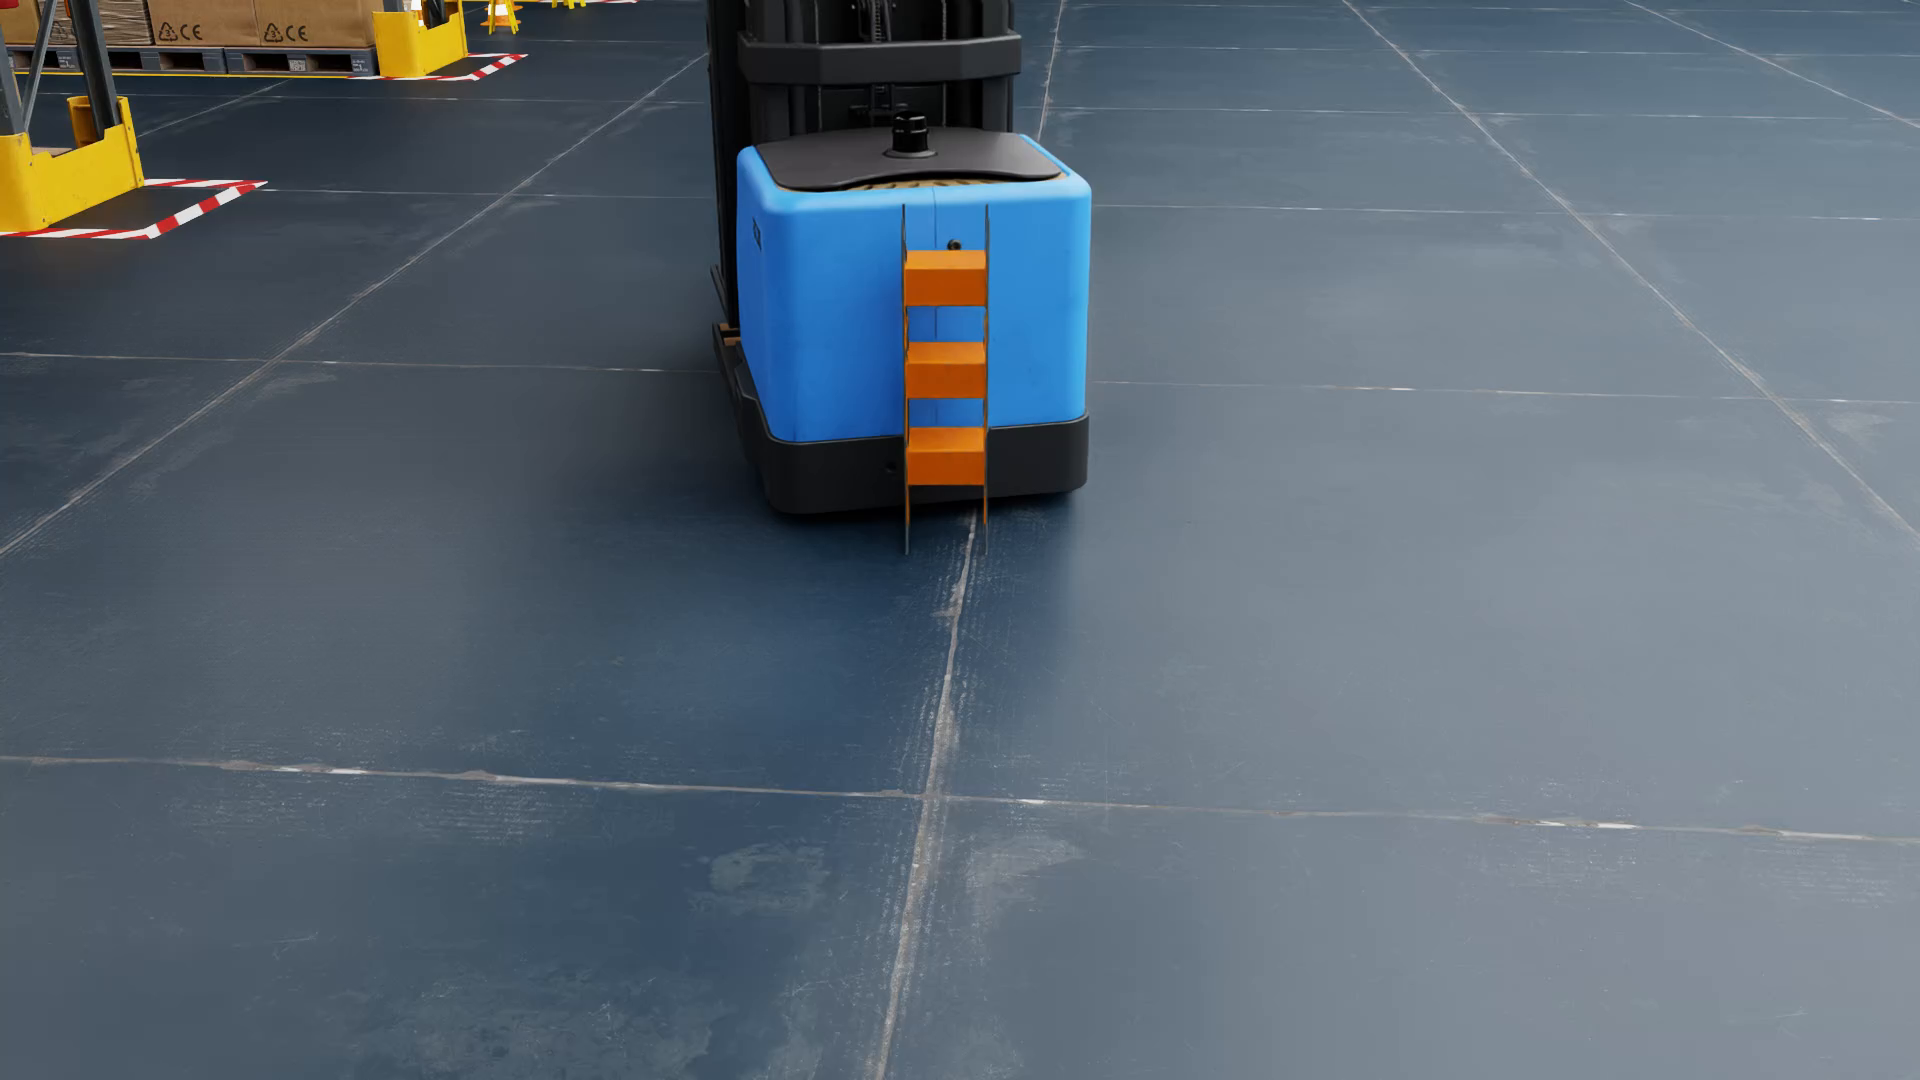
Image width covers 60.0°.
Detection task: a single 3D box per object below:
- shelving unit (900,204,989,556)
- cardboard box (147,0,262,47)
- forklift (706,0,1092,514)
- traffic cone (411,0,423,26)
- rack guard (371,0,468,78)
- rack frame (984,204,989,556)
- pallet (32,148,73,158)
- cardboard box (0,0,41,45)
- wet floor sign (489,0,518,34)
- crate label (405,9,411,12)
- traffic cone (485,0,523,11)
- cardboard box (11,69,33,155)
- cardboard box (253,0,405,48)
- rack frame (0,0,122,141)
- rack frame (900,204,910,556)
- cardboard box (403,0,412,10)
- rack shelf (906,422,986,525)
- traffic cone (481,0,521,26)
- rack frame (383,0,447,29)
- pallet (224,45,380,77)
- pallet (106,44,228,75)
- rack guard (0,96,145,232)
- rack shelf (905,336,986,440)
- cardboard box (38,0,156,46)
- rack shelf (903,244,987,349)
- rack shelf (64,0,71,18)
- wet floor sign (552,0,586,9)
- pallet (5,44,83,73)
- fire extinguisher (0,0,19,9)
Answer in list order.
[{"bbox_3d":[-0.043,-0.470,5.016,0.252,1.050,0.215,0,25,0],"label":"shelving unit"},{"bbox_3d":[-6.016,-4.545,13.578,0.875,0.875,0.875,1,25,3],"label":"cardboard box"},{"bbox_3d":[-0.400,-2.003,6.097,1.130,2.935,3.031,-5,25,-11],"label":"forklift"},{"bbox_3d":[-4.878,-4.754,15.029,0.334,0.463,0.336,2,25,4],"label":"traffic cone"},{"bbox_3d":[-4.433,-4.162,13.696,0.348,0.500,1.175,2,25,4],"label":"rack guard"},{"bbox_3d":[0.079,-0.470,5.016,0.008,1.050,0.200,0,25,0],"label":"rack frame"},{"bbox_3d":[-5.821,-2.010,9.366,1.213,0.211,1.003,2,25,4],"label":"pallet"},{"bbox_3d":[-7.824,-4.602,13.703,0.875,0.875,0.875,2,25,5],"label":"cardboard box"},{"bbox_3d":[-4.277,-5.053,15.459,0.232,0.644,0.267,-2,25,-5],"label":"wet floor sign"},{"bbox_3d":[-5.241,-5.066,16.095,0.298,0.136,0.250,-11,27,-23],"label":"crate label"},{"bbox_3d":[-4.707,-5.688,17.058,0.334,0.463,0.336,2,25,4],"label":"traffic cone"},{"bbox_3d":[-5.559,-2.316,9.183,0.500,0.500,0.500,6,25,14],"label":"cardboard box"},{"bbox_3d":[-5.138,-4.518,13.519,0.875,0.875,0.875,2,25,4],"label":"cardboard box"},{"bbox_3d":[-4.938,-3.234,8.690,0.127,3.000,1.000,2,25,4],"label":"rack frame"},{"bbox_3d":[-0.165,-0.470,5.016,0.008,1.050,0.200,0,25,0],"label":"rack frame"},{"bbox_3d":[-5.640,-5.269,16.523,0.250,0.149,0.380,16,29,31],"label":"cardboard box"},{"bbox_3d":[-0.043,-0.208,5.136,0.240,0.259,0.215,0,25,0],"label":"rack shelf"},{"bbox_3d":[-4.453,-5.214,16.029,0.334,0.463,0.336,2,25,4],"label":"traffic cone"},{"bbox_3d":[-4.457,-5.298,13.175,0.127,3.000,1.000,2,25,4],"label":"rack frame"},{"bbox_3d":[-5.260,-4.024,13.743,1.213,0.211,1.003,2,25,4],"label":"pallet"},{"bbox_3d":[-6.474,-4.064,13.830,1.213,0.211,1.003,2,25,4],"label":"pallet"},{"bbox_3d":[-5.013,-2.101,9.218,0.348,0.500,1.175,2,25,4],"label":"rack guard"},{"bbox_3d":[-0.043,-0.460,5.020,0.240,0.259,0.215,0,25,0],"label":"rack shelf"},{"bbox_3d":[-6.925,-4.575,13.644,0.875,0.875,0.875,2,25,4],"label":"cardboard box"},{"bbox_3d":[-0.043,-0.718,4.902,0.240,0.259,0.215,0,25,0],"label":"rack shelf"},{"bbox_3d":[-6.932,-2.971,8.979,4.000,0.370,1.077,2,25,4],"label":"rack shelf"},{"bbox_3d":[-4.072,-5.843,17.176,0.232,0.644,0.267,11,27,22],"label":"wet floor sign"},{"bbox_3d":[-7.693,-4.102,13.913,1.213,0.211,1.003,2,25,4],"label":"pallet"},{"bbox_3d":[-4.859,-3.003,8.281,0.183,0.674,0.296,2,25,4],"label":"fire extinguisher"}]
